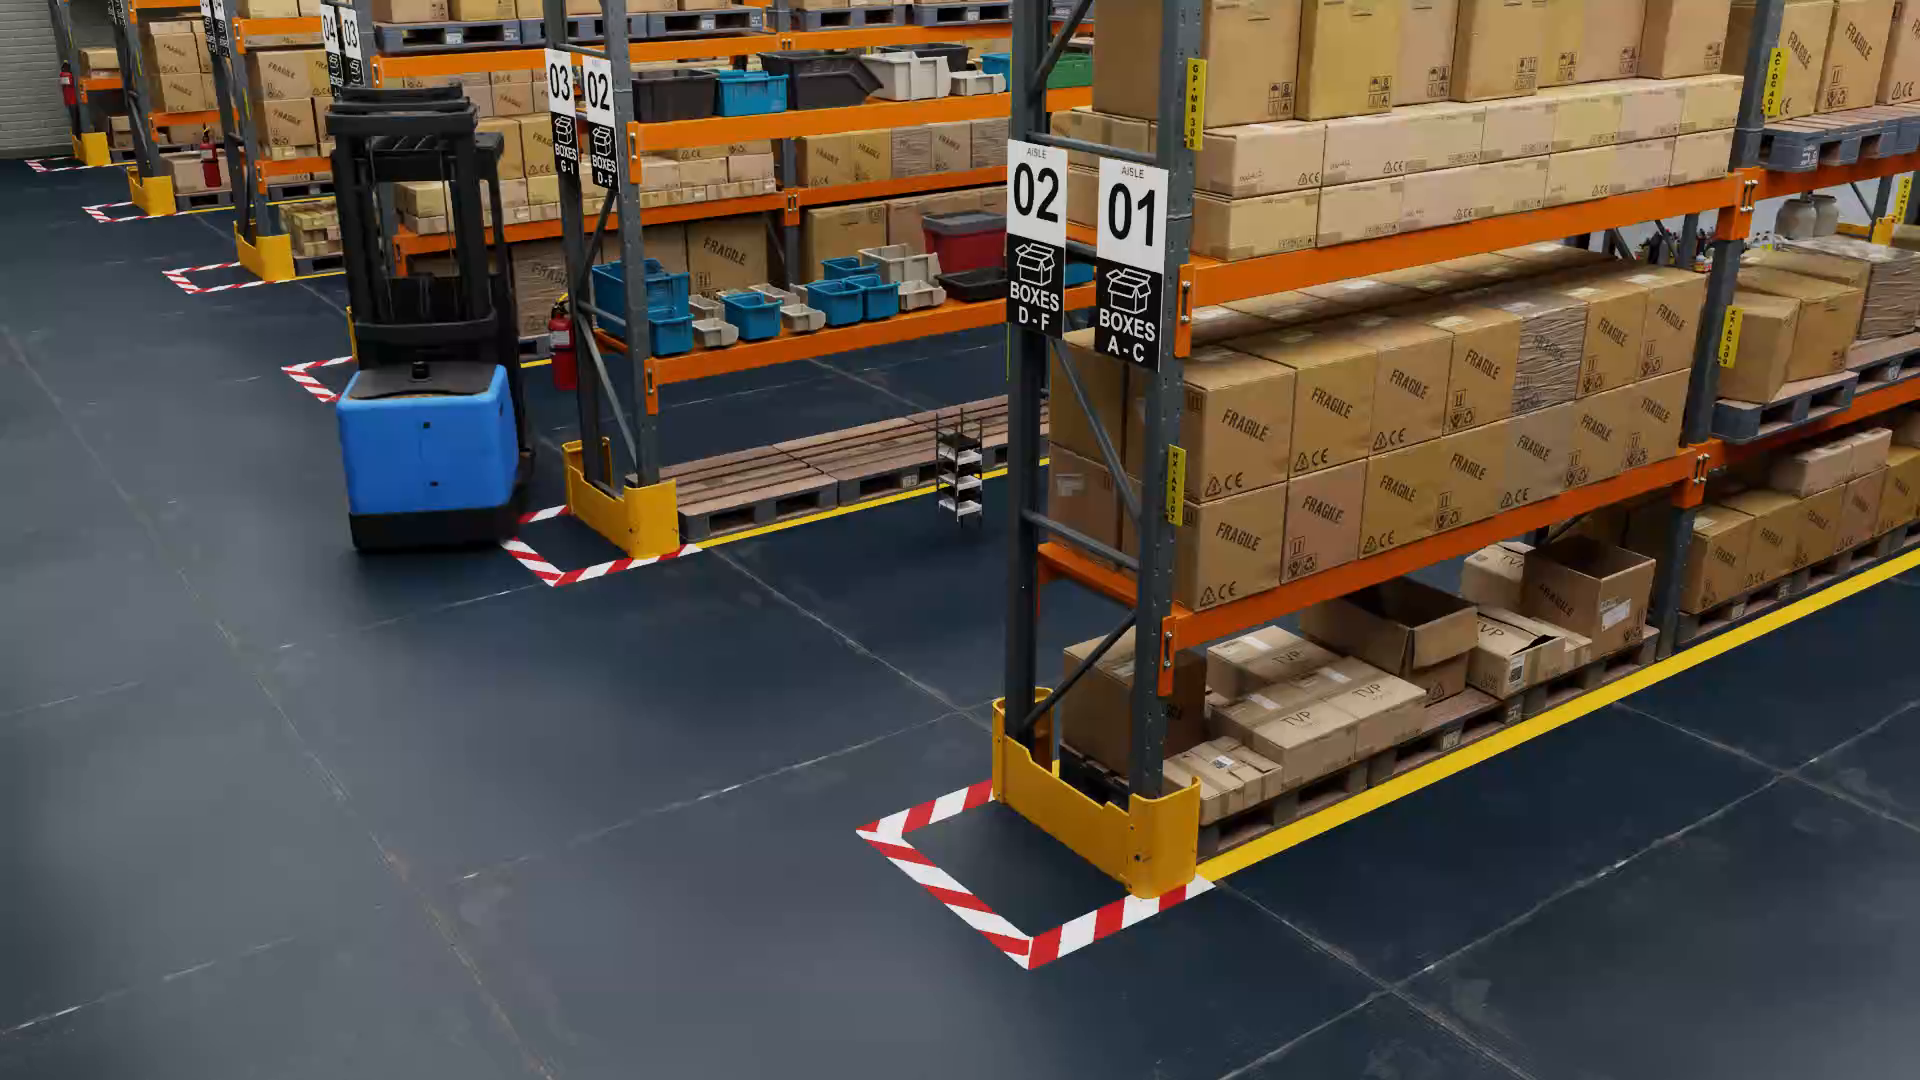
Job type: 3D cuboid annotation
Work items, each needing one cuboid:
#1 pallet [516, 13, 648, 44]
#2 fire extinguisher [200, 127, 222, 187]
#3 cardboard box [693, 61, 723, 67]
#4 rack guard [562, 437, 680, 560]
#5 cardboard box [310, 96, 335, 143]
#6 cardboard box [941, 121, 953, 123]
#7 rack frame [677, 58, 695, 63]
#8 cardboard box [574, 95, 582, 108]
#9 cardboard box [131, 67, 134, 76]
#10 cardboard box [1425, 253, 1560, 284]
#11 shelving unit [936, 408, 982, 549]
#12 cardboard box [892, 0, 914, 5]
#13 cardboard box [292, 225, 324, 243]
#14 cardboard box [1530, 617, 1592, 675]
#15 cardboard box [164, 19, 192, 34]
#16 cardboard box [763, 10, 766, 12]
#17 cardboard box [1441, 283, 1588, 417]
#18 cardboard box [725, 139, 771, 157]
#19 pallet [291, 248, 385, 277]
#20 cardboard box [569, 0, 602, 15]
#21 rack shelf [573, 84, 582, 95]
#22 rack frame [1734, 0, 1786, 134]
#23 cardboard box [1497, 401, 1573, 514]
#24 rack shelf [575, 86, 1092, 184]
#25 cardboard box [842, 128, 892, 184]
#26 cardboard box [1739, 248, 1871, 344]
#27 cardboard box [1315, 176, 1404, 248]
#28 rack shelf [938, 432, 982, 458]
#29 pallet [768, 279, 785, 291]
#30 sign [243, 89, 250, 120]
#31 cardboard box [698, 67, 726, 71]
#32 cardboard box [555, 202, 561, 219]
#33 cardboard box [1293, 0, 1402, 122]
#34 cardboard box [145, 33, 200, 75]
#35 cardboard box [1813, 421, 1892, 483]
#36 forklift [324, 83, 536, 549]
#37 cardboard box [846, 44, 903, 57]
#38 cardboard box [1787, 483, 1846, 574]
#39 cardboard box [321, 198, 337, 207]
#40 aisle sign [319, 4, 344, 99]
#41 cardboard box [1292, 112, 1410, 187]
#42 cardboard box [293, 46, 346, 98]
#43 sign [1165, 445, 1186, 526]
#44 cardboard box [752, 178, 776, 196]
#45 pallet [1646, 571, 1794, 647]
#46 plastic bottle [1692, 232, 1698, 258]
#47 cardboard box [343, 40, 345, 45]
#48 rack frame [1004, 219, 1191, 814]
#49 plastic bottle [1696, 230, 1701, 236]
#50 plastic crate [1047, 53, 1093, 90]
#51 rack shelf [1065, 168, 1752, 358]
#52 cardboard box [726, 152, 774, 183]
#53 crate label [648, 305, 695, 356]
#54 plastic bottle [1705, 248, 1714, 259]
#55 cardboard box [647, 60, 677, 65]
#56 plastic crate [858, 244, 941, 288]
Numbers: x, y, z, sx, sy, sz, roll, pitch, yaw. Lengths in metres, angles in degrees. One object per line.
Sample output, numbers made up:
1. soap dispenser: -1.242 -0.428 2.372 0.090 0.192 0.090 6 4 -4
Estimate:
1. pallet: -3.642 -4.745 15.312 1.213 0.211 1.003 -15 26 -33
2. fire extinguisher: -8.518 -4.353 18.864 0.183 0.674 0.296 -15 26 -33
3. cardboard box: -3.309 -6.184 21.816 0.250 0.149 0.380 -15 26 -34
4. rack guard: -2.349 -0.303 11.482 0.348 0.500 1.175 -15 26 -33
5. cardboard box: -7.099 -4.800 18.841 0.500 0.500 0.500 -15 26 -33
6. cardboard box: -0.410 -4.767 17.806 0.637 0.503 0.797 -14 26 -31
7. rack frame: -4.523 -7.676 26.586 0.127 3.000 1.000 -15 26 -33
8. cardboard box: -5.859 -6.568 26.109 0.875 0.875 0.875 -15 26 -32
9. cardboard box: -13.120 -7.445 26.347 0.250 0.149 0.380 -15 26 -34
10. cardboard box: 2.834 -1.230 8.947 0.500 0.500 0.500 -16 27 -34
11. shelving unit: -0.007 -0.416 11.225 0.210 0.900 0.258 -15 26 -33
12. cardboard box: -0.686 -5.578 17.052 0.250 0.149 0.380 -16 27 -35
13. cardboard box: -7.469 -3.523 19.056 0.250 0.149 0.380 -14 26 -31
14. cardboard box: 3.234 0.580 9.150 0.250 0.149 0.380 -15 26 -33
15. cardboard box: -10.396 -6.829 22.102 0.250 0.149 0.380 -14 26 -32
16. cardboard box: -3.360 -8.796 27.415 0.250 0.149 0.380 -16 27 -35
17. cardboard box: 2.717 -0.951 8.248 0.500 0.500 0.500 -15 26 -32
18. cardboard box: -2.200 -4.066 16.328 0.500 0.500 0.500 -14 26 -31
19. pallet: -7.303 -3.364 19.542 1.213 0.211 1.003 -15 26 -33
20. cardboard box: -3.529 -5.137 15.340 0.500 0.500 0.700 -14 25 -31
21. rack shelf: -6.147 -6.909 25.635 4.000 0.370 1.077 -15 26 -33
22. rack frame: 3.800 -3.634 8.362 0.127 3.000 1.000 -15 26 -33
23. cardboard box: 2.711 -0.485 8.430 0.500 0.500 0.500 -14 26 -32
24. rack shelf: -0.714 -2.965 11.703 4.000 0.370 1.077 -15 26 -33
25. cardboard box: -1.056 -4.009 17.261 0.500 0.500 0.500 -15 26 -33
26. cardboard box: 5.198 -1.490 10.383 0.700 0.500 0.500 17 27 36
27. cardboard box: 1.532 -1.445 7.125 0.500 0.250 0.500 -15 26 -33
28. rack shelf: -0.007 -0.636 11.137 0.200 0.077 0.258 -15 26 -33
29. pallet: -1.400 -2.724 17.937 1.213 0.211 1.003 -15 26 -33
30. sign: -7.727 -4.716 18.000 0.005 0.325 0.100 -15 26 -33
31. cardboard box: -3.160 -5.925 21.167 0.250 0.149 0.380 -14 26 -31
32. cardboard box: -3.706 -3.103 15.465 0.250 0.149 0.380 -15 26 -33
33. cardboard box: 1.416 -2.085 7.043 0.500 0.500 0.700 -15 26 -33
34. cardboard box: -10.461 -6.474 22.089 0.500 0.500 0.500 -16 27 -34
35. cardboard box: 5.553 -0.596 10.611 0.500 0.250 0.500 -16 26 -34
36. forklift: -3.785 -1.817 11.994 1.130 2.935 3.031 -4 22 -9
37. cardboard box: -1.180 -6.814 22.941 0.500 0.500 0.700 -15 26 -33
38. cardboard box: 5.171 -0.147 10.498 0.500 0.500 0.500 -15 26 -32
39. cardboard box: -7.389 -3.947 19.717 0.250 0.149 0.380 -16 27 -34
40. aisle sign: -5.463 -4.245 14.481 0.004 0.787 0.394 -15 26 -33
41. cardboard box: 1.532 -1.677 7.032 0.500 0.250 0.500 -15 26 -33
42. cardboard box: -7.119 -5.255 18.633 0.500 0.500 0.500 -14 26 -31
43. sign: 0.870 -0.221 6.735 0.005 0.325 0.100 -15 26 -33
44. cardboard box: -2.039 -3.548 16.579 0.250 0.149 0.380 -15 26 -33
45. pallet: 4.438 0.260 10.461 1.213 0.211 1.003 -15 26 -33
46. plastic bottle: 8.257 -3.326 18.755 0.133 0.283 0.061 -15 26 -33
47. cardboard box: -6.990 -5.525 19.310 0.500 0.500 0.500 -13 25 -30
48. rack frame: 0.553 0.018 7.305 0.127 3.000 1.000 -15 26 -33
49. plastic bottle: 8.310 -3.381 18.905 0.135 0.276 0.152 -14 26 -32
50. plastic crate: 0.743 -3.451 12.236 0.662 0.188 0.450 -15 26 -33
51. rack shelf: 2.176 -1.474 7.967 4.000 0.370 1.077 -15 26 -33
52. cardboard box: -2.188 -3.723 16.480 0.500 0.250 0.500 -15 26 -34
53. crate label: -1.944 -1.378 10.947 0.303 0.233 0.416 -15 26 -33
54. plastic bottle: 8.165 -3.025 18.012 0.135 0.276 0.152 -14 26 -31
55. cardboard box: -4.782 -7.419 26.144 0.500 0.250 0.500 -16 27 -35
56. plastic crate: -0.437 -2.037 12.532 0.530 0.282 0.437 -15 26 -33
